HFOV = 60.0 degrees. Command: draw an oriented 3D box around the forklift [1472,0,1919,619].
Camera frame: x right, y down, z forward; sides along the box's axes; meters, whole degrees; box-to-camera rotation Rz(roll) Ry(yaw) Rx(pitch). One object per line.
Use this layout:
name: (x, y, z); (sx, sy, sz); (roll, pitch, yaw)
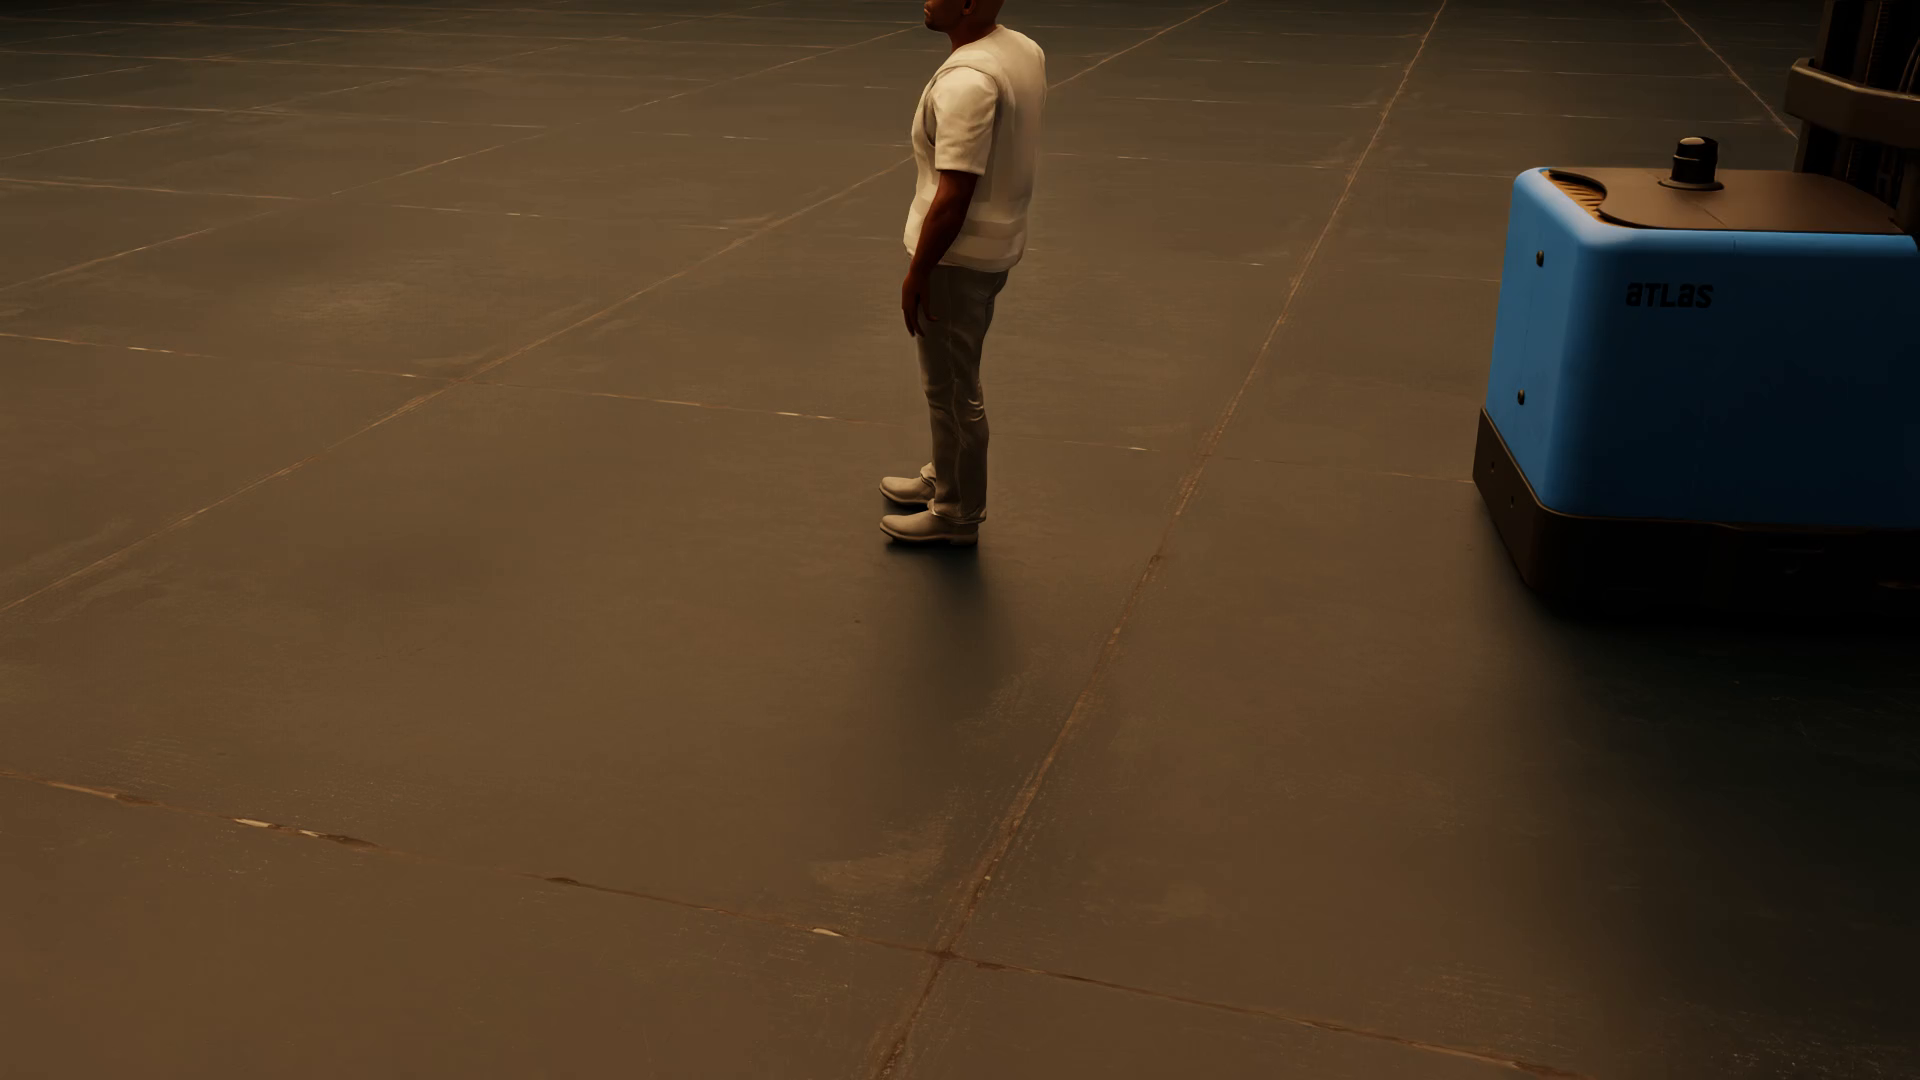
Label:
forklift: (3.130, -1.266, 4.347); (3.031, 2.935, 1.130); (2, 23, 6)

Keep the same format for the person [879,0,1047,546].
person: (-0.065, -0.833, 4.805); (0.575, 1.768, 0.665); (7, 23, 16)
